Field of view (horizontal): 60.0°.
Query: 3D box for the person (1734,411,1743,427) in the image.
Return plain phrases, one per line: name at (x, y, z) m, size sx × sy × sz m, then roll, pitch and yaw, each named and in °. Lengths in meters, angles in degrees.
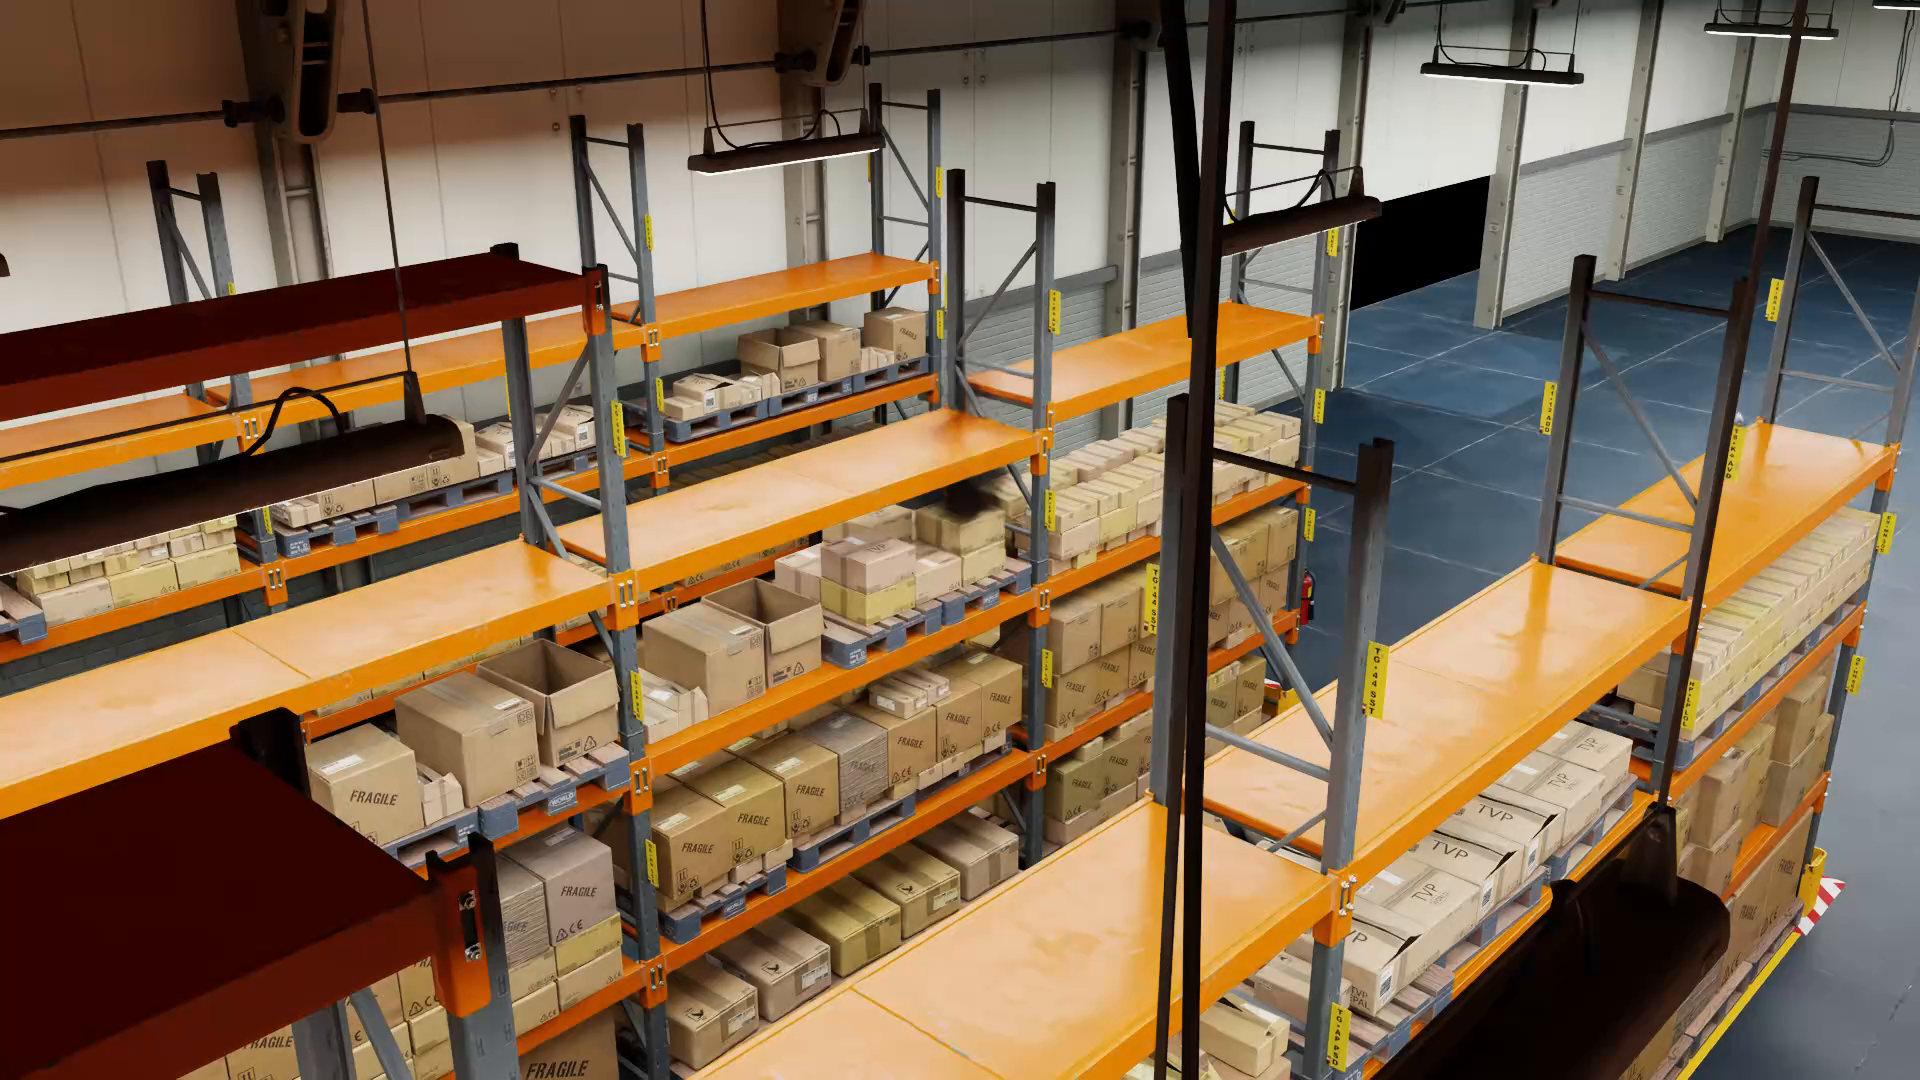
person at (10.117, -0.900, 22.084) m, size 0.583 × 1.701 × 0.660 m, roll -5°, pitch 22°, yaw -13°
